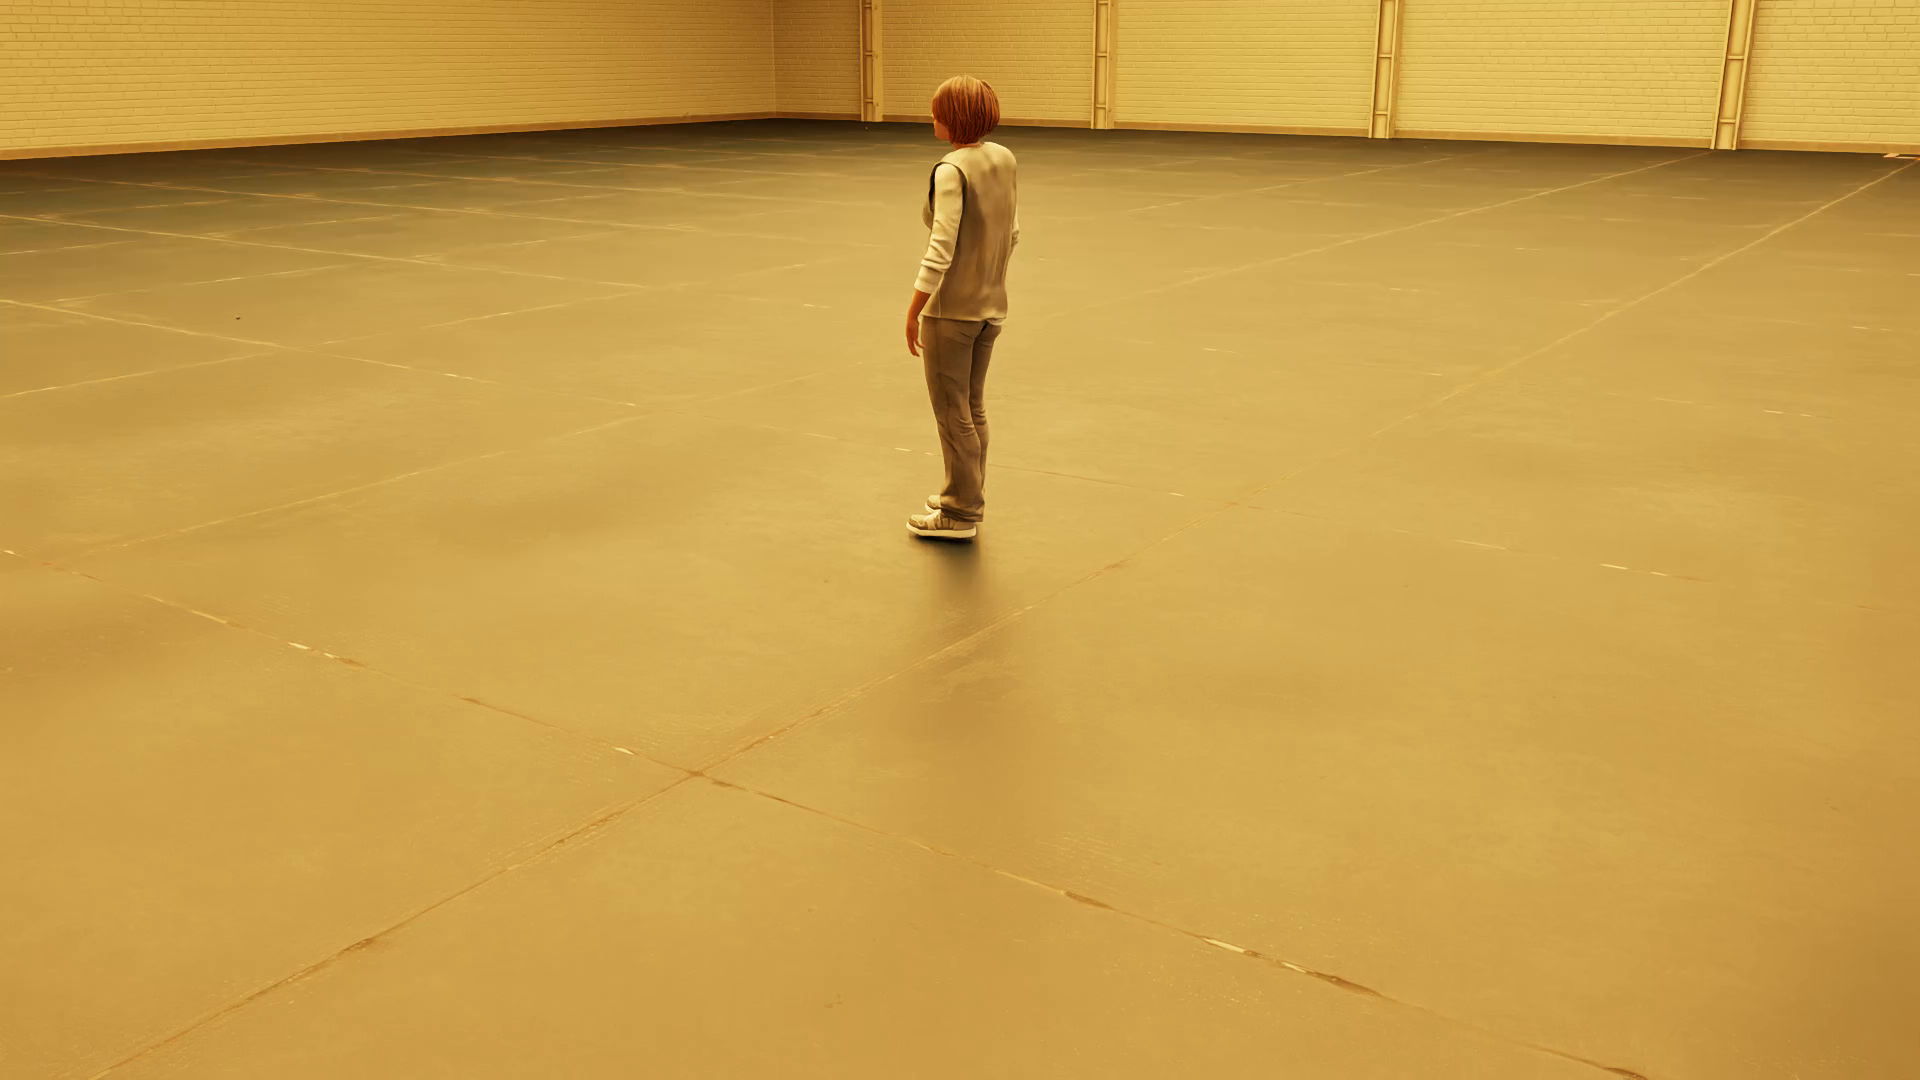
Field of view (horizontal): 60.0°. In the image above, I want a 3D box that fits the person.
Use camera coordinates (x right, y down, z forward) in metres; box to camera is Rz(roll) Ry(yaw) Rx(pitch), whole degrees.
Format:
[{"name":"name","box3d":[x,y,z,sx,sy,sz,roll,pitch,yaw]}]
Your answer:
[{"name":"person","box3d":[-0.052,-0.788,5.769,0.475,1.597,0.520,11,20,33]}]
